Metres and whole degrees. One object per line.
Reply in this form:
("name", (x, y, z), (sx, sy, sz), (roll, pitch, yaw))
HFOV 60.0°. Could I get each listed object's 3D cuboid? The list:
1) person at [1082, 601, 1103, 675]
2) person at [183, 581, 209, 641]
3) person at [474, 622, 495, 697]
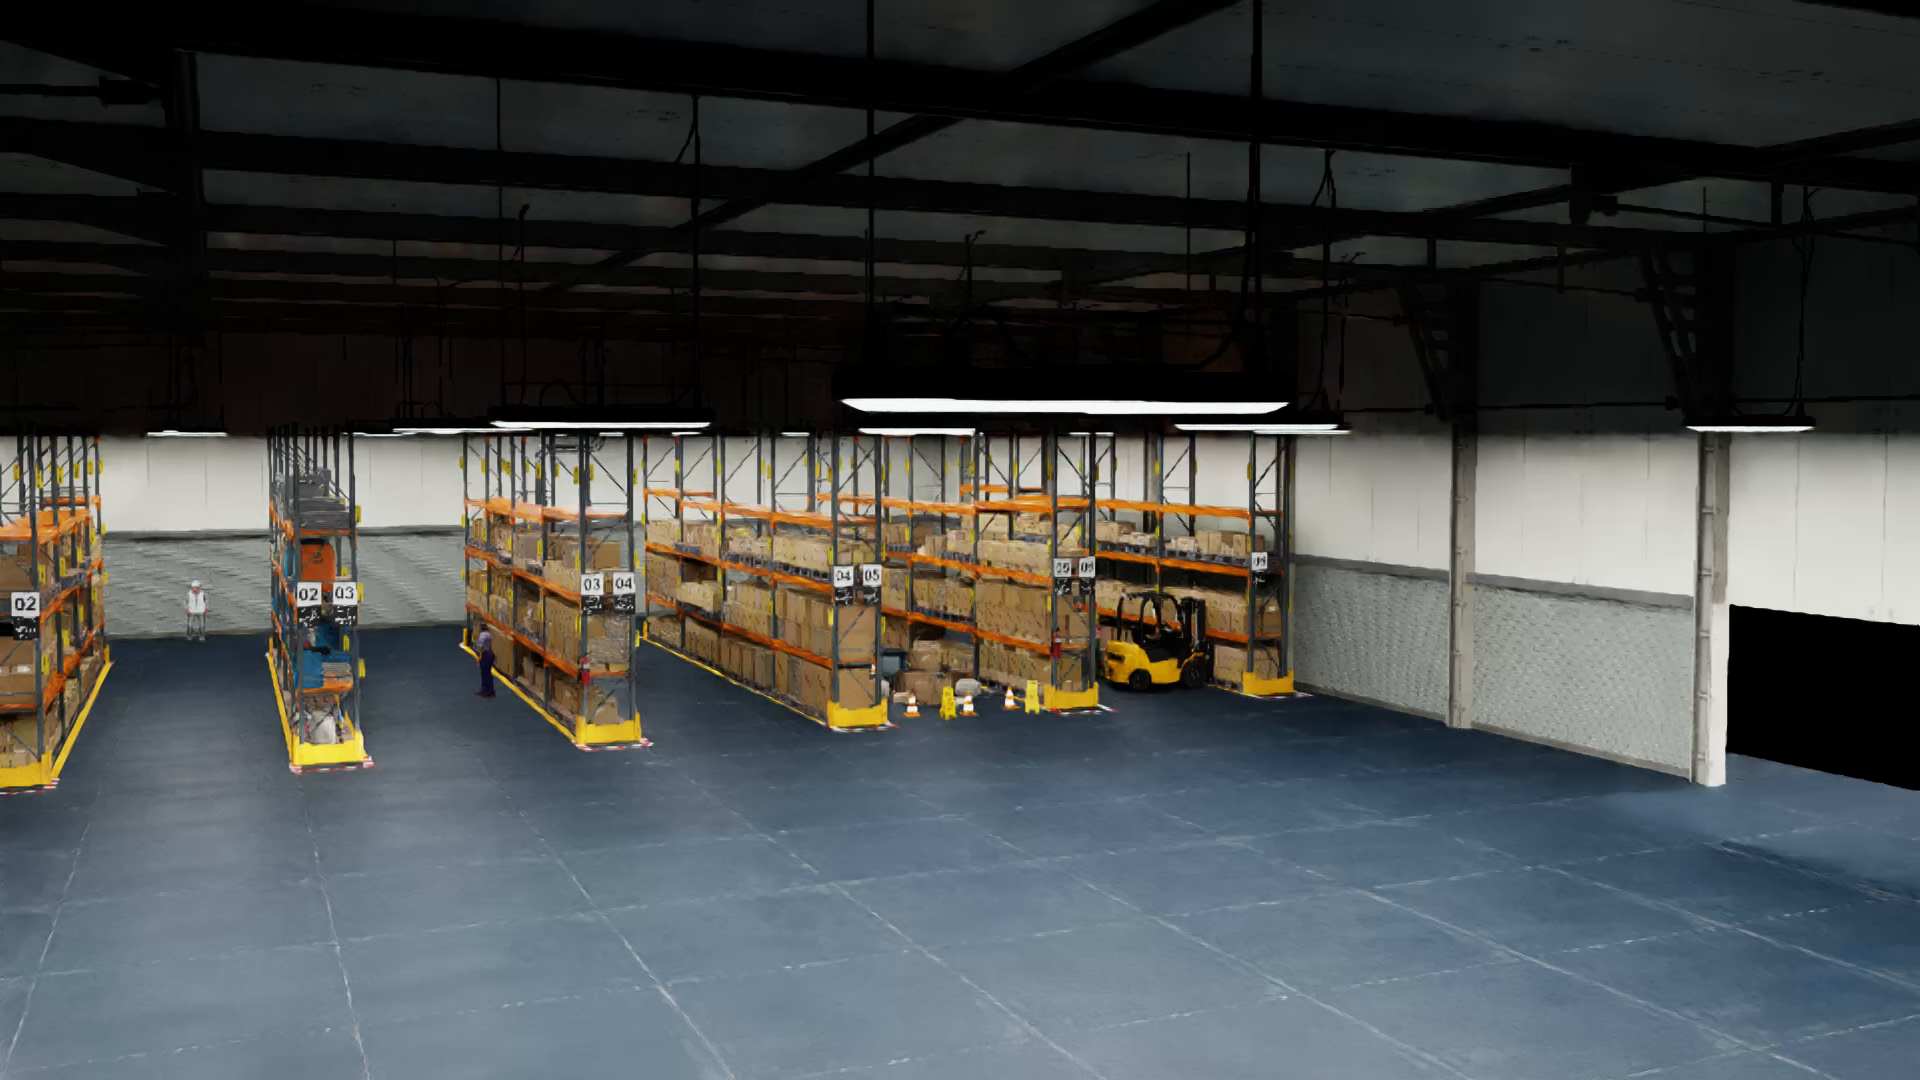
("person", (3.185, 2.356, 40.275), (0.569, 1.786, 0.653), (0, 3, 4))
("person", (-21.546, 2.003, 46.923), (0.677, 1.726, 0.574), (-2, 4, -26))
("person", (-10.557, 2.637, 36.880), (0.552, 1.642, 0.583), (0, 3, 3))
